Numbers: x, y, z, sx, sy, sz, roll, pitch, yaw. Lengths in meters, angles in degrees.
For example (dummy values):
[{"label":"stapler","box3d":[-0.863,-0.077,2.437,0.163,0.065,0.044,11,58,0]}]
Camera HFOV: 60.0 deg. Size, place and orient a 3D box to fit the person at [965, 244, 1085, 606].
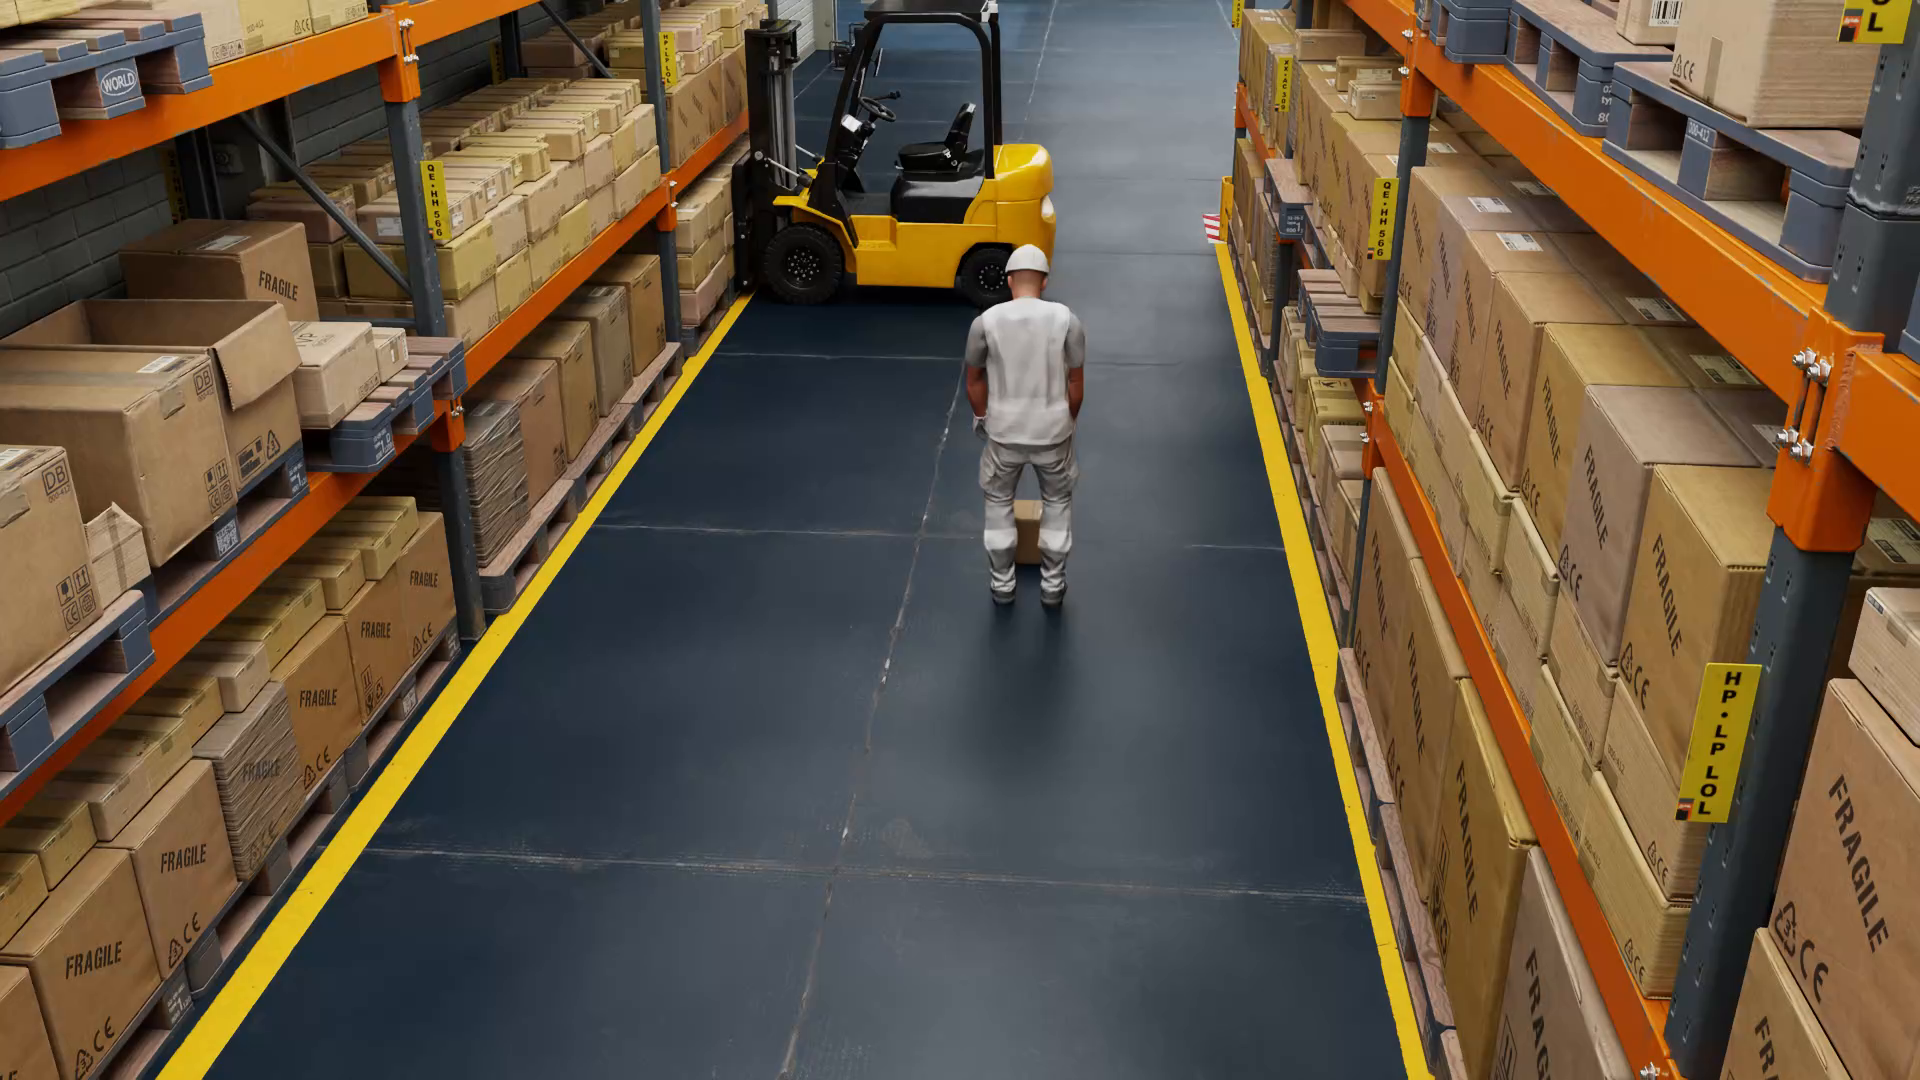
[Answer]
[{"label":"person","box3d":[0.303,-0.522,7.827,0.549,1.712,0.496,2,24,5]}]
